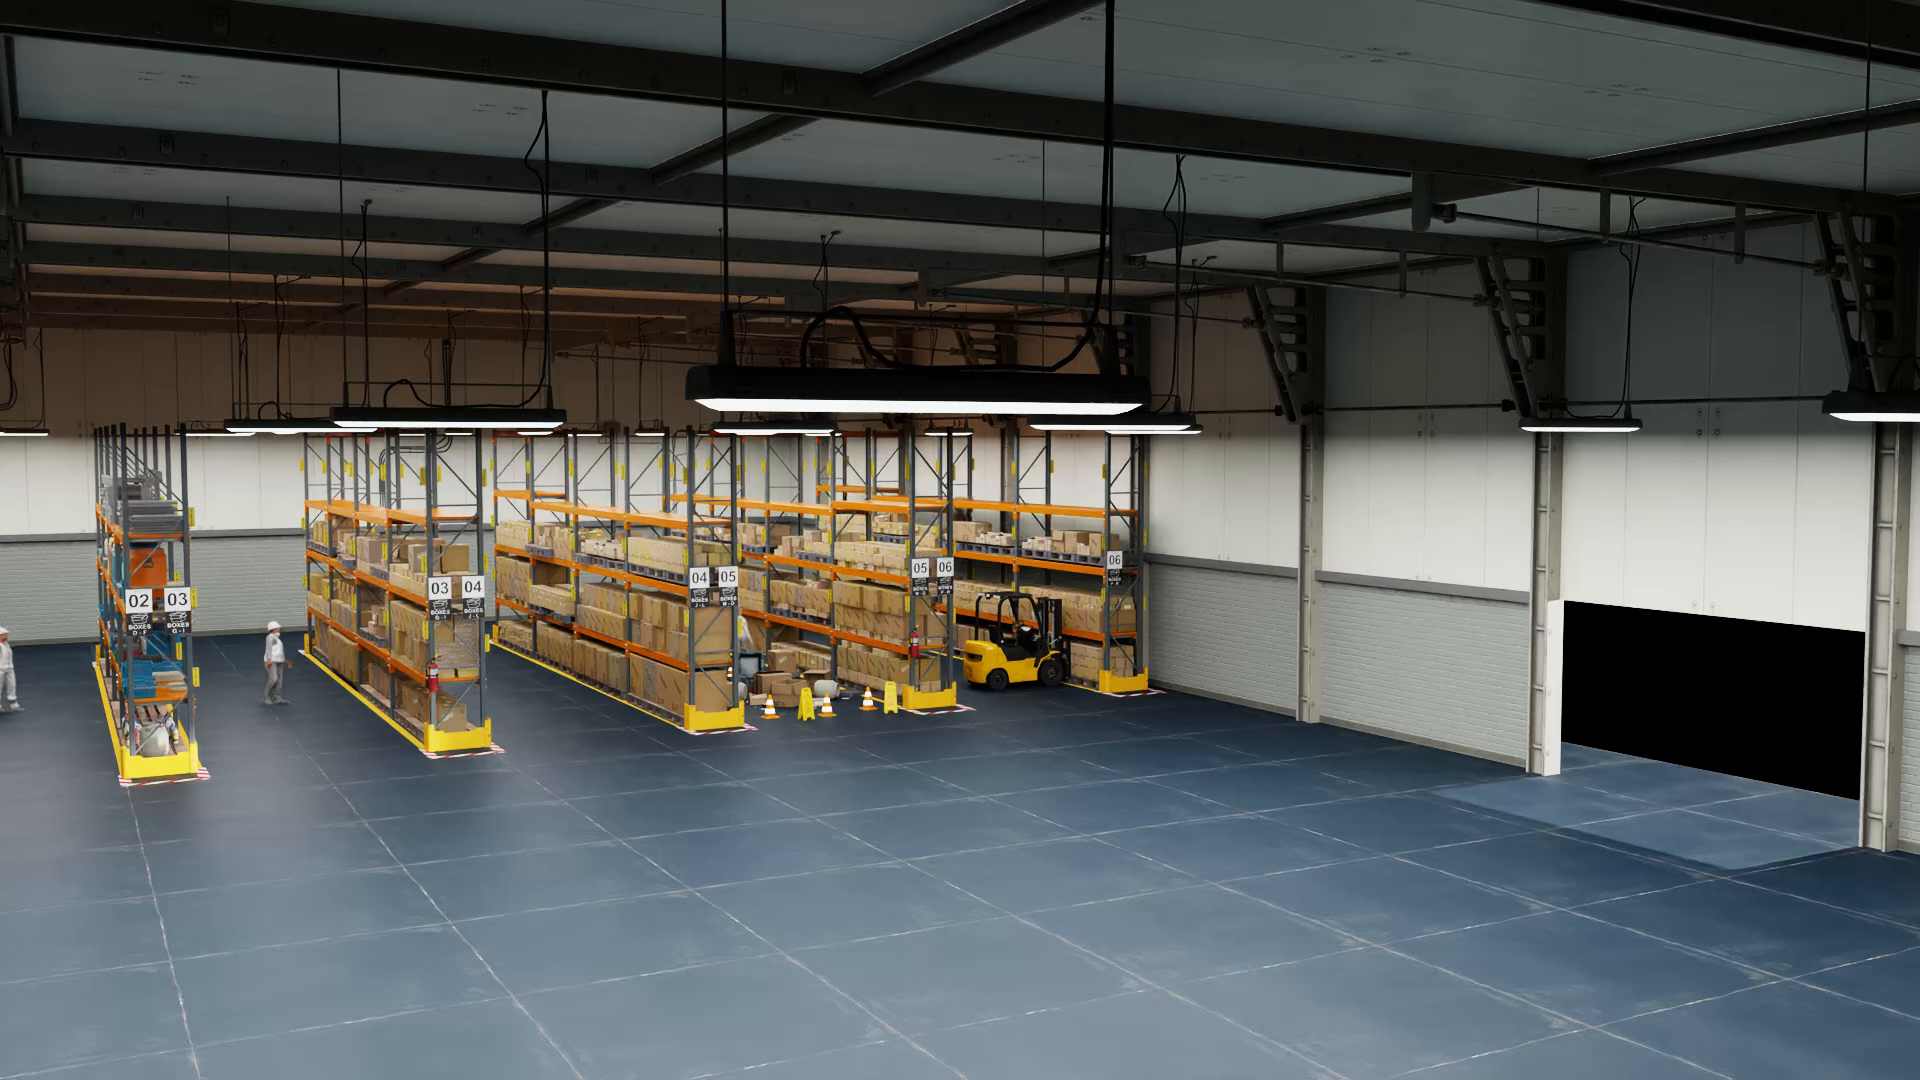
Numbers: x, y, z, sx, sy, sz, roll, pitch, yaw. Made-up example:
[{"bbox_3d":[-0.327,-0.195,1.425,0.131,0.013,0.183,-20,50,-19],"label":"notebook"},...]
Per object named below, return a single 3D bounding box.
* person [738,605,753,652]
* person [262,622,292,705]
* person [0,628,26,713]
[{"bbox_3d":[-5.329,2.425,40.724,0.585,1.682,0.455,1,4,21],"label":"person"},{"bbox_3d":[-14.824,2.669,35.982,0.457,1.783,0.702,0,3,4],"label":"person"},{"bbox_3d":[-19.954,2.724,34.802,0.591,1.794,0.581,1,4,14],"label":"person"}]
